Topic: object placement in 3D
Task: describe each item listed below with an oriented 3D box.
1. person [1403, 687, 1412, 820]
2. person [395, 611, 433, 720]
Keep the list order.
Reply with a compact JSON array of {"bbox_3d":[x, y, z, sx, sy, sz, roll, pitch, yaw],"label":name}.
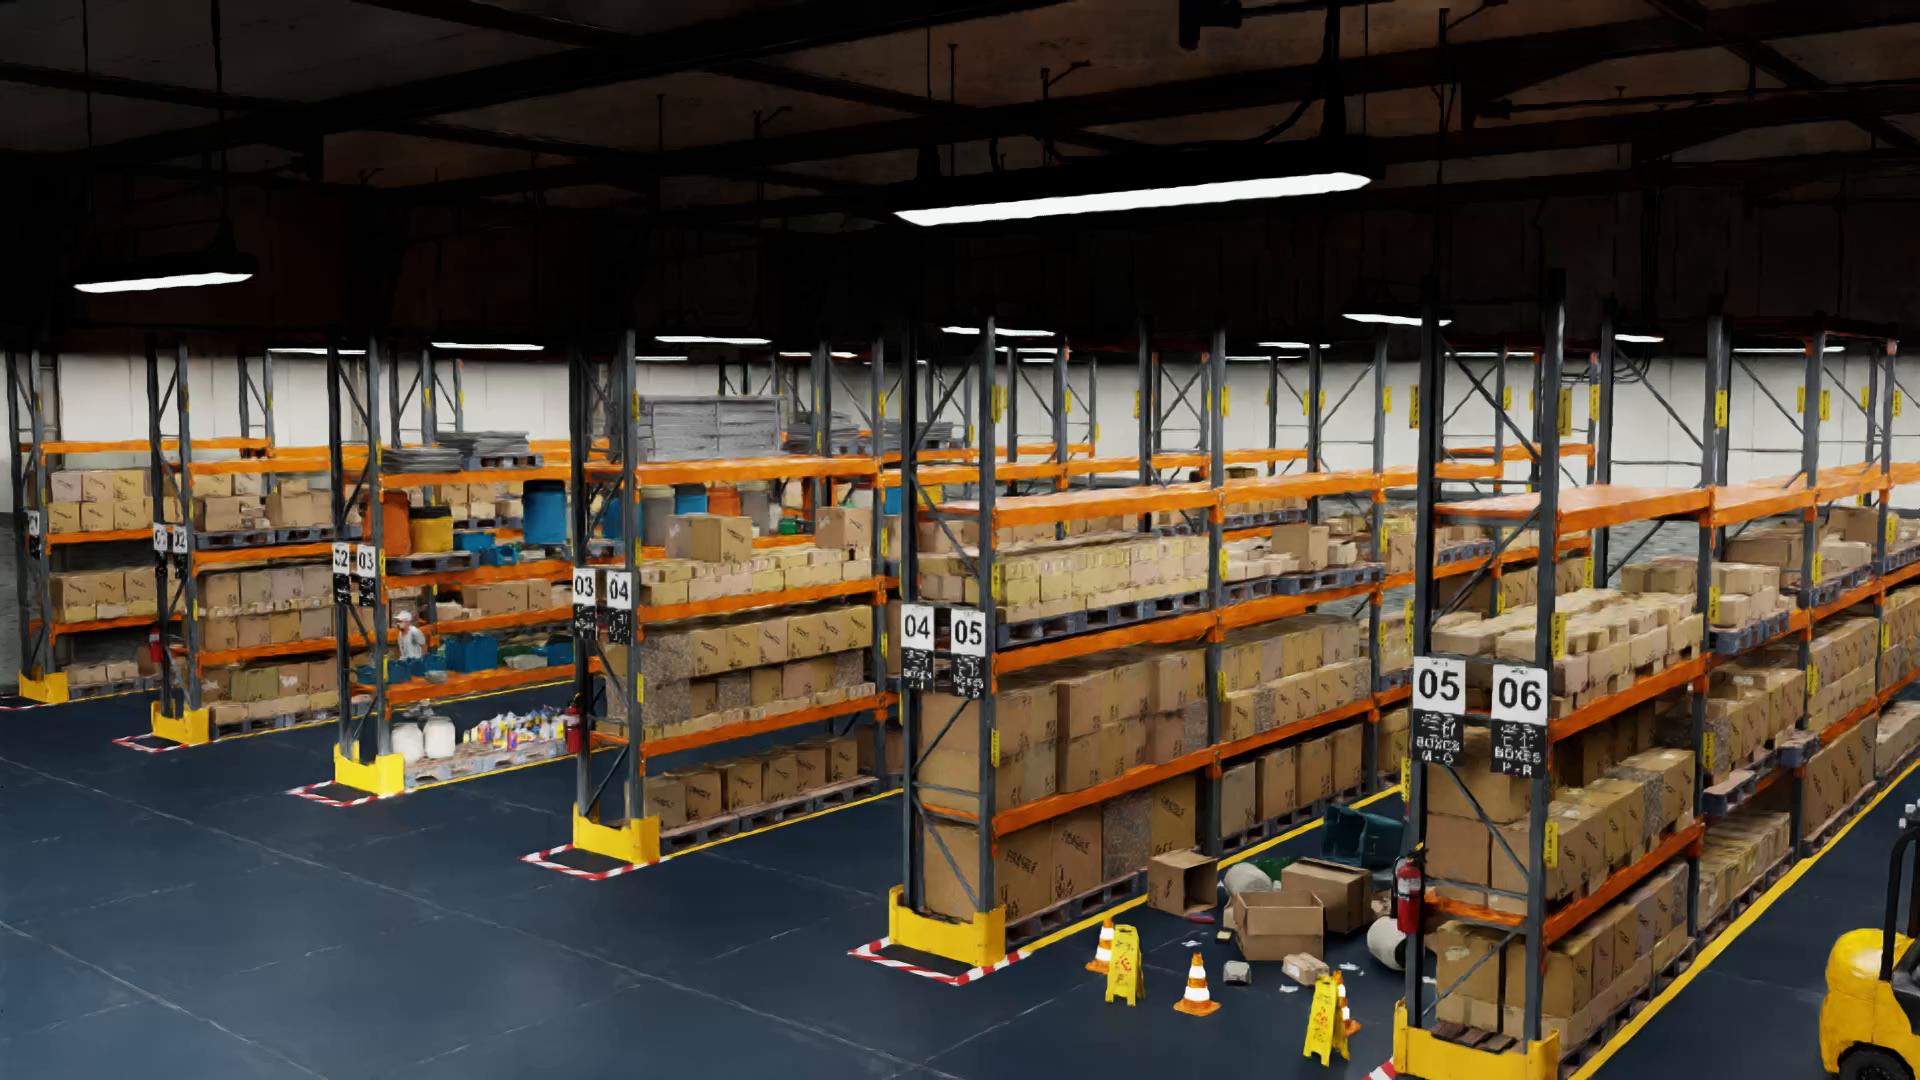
[{"bbox_3d":[5.529,2.522,19.970,0.387,1.675,0.498,1,5,11],"label":"person"},{"bbox_3d":[-8.594,1.961,26.079,0.677,1.741,0.552,4,6,37],"label":"person"}]
